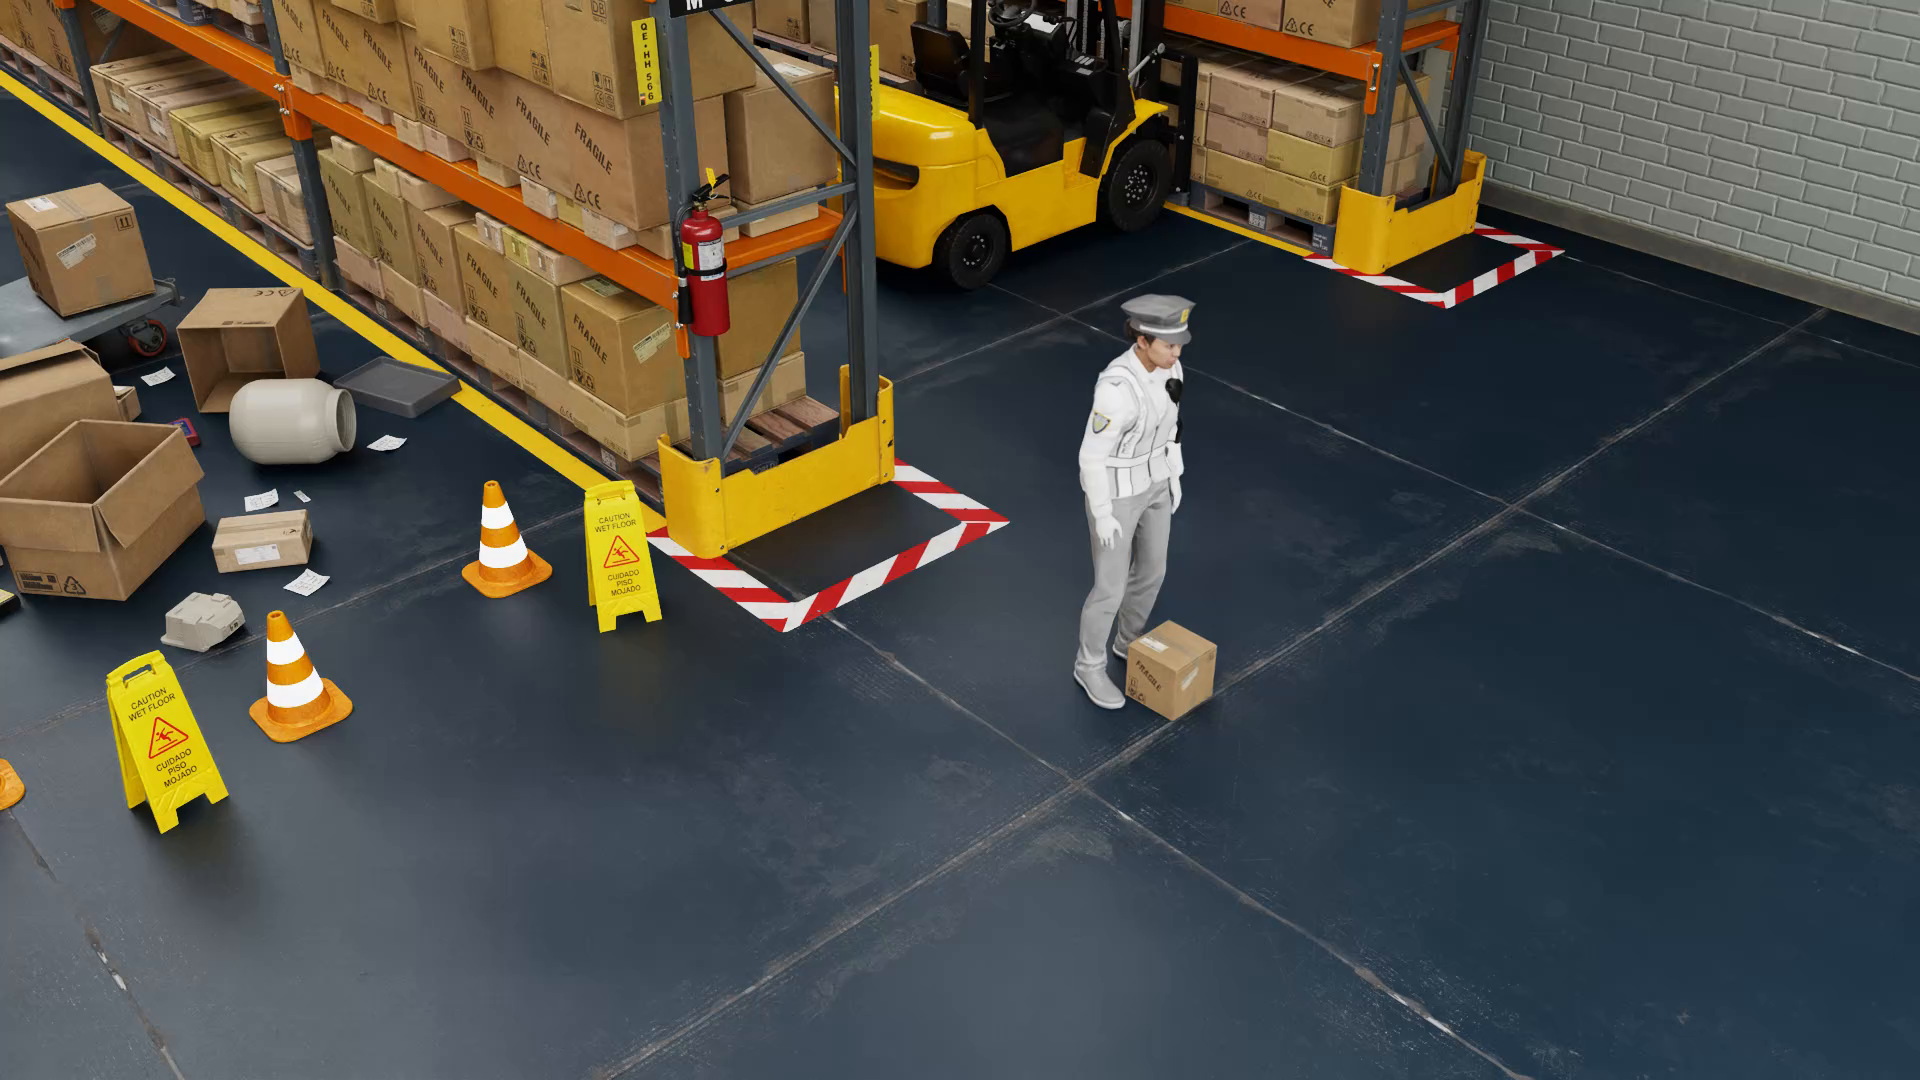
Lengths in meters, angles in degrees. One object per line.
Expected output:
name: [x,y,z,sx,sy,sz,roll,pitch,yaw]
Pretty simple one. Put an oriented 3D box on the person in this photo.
person: [0.660,-0.168,6.402,0.499,1.663,0.367,-28,41,-37]
